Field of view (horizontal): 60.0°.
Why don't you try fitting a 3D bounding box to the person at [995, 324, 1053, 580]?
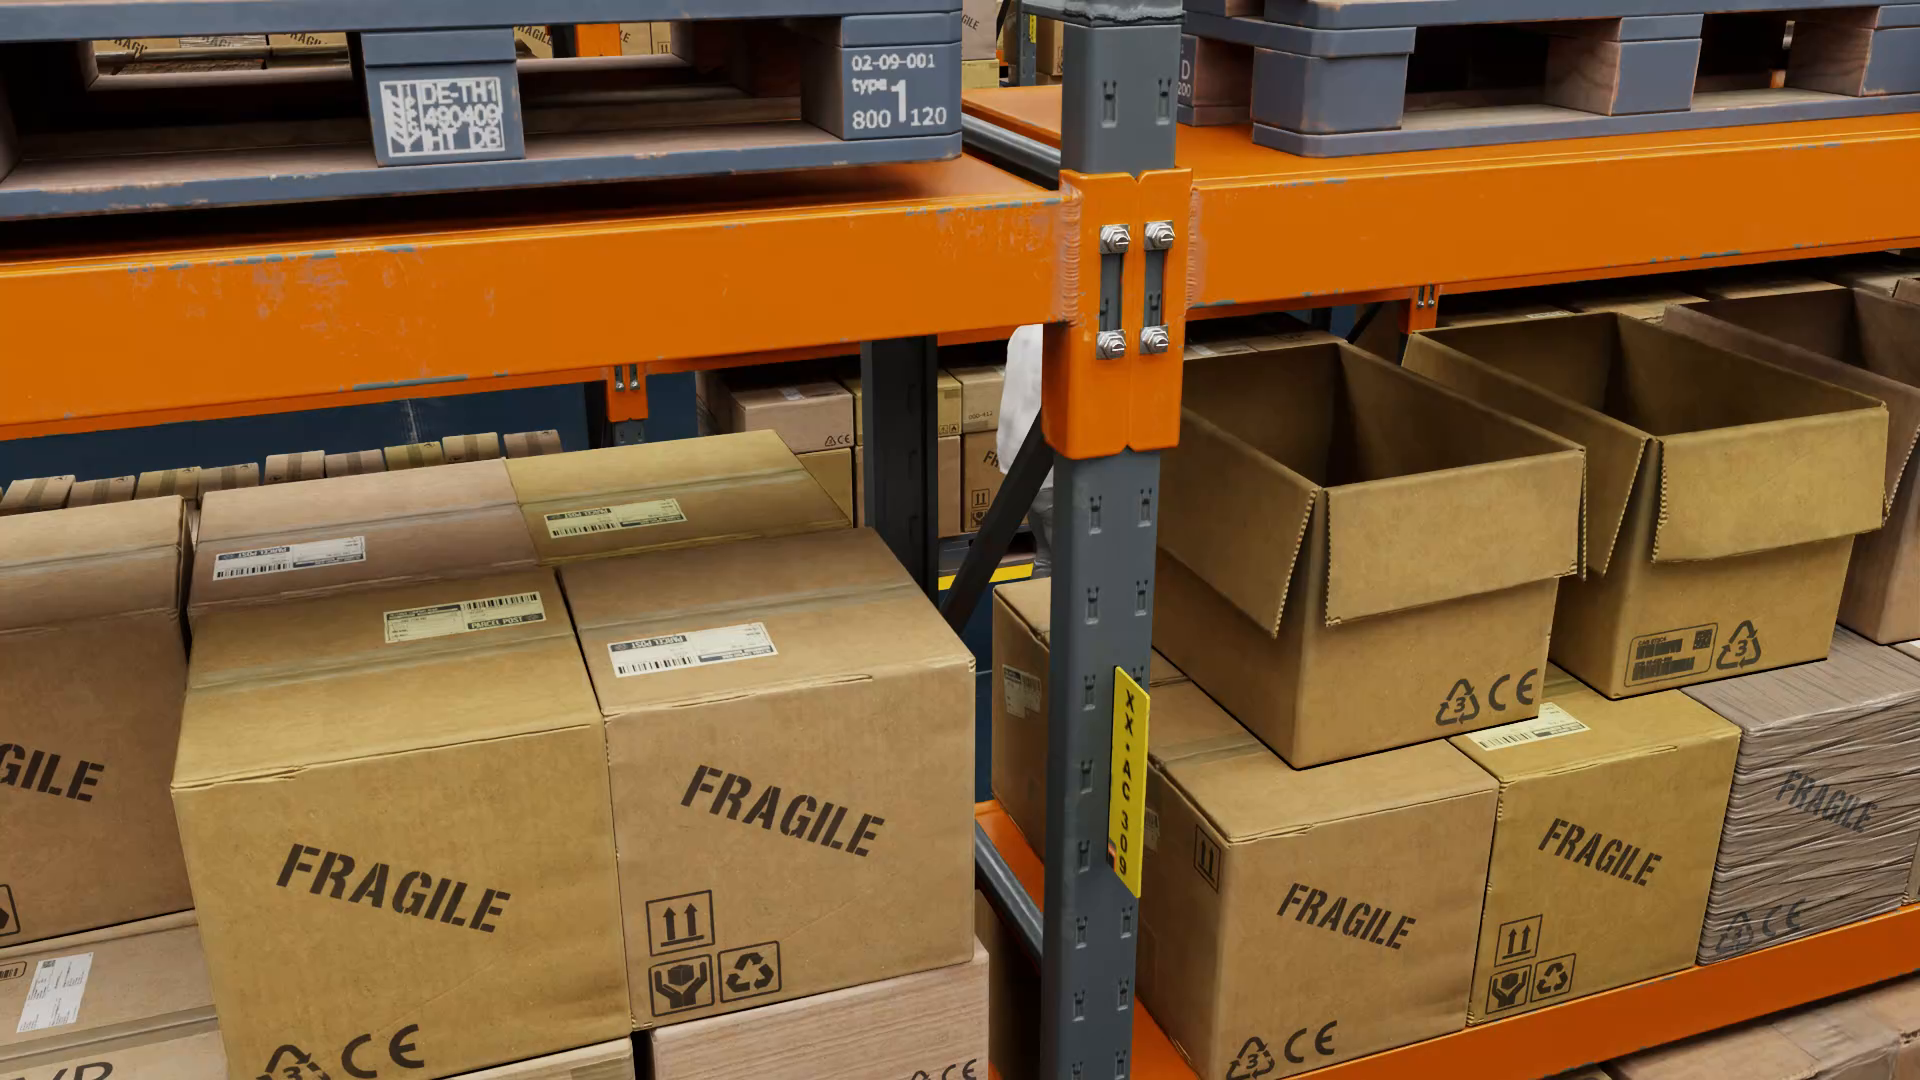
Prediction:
[{"bbox_3d":[0.396,-0.297,6.779,0.475,1.771,0.593,-10,24,-22],"label":"person"}]
